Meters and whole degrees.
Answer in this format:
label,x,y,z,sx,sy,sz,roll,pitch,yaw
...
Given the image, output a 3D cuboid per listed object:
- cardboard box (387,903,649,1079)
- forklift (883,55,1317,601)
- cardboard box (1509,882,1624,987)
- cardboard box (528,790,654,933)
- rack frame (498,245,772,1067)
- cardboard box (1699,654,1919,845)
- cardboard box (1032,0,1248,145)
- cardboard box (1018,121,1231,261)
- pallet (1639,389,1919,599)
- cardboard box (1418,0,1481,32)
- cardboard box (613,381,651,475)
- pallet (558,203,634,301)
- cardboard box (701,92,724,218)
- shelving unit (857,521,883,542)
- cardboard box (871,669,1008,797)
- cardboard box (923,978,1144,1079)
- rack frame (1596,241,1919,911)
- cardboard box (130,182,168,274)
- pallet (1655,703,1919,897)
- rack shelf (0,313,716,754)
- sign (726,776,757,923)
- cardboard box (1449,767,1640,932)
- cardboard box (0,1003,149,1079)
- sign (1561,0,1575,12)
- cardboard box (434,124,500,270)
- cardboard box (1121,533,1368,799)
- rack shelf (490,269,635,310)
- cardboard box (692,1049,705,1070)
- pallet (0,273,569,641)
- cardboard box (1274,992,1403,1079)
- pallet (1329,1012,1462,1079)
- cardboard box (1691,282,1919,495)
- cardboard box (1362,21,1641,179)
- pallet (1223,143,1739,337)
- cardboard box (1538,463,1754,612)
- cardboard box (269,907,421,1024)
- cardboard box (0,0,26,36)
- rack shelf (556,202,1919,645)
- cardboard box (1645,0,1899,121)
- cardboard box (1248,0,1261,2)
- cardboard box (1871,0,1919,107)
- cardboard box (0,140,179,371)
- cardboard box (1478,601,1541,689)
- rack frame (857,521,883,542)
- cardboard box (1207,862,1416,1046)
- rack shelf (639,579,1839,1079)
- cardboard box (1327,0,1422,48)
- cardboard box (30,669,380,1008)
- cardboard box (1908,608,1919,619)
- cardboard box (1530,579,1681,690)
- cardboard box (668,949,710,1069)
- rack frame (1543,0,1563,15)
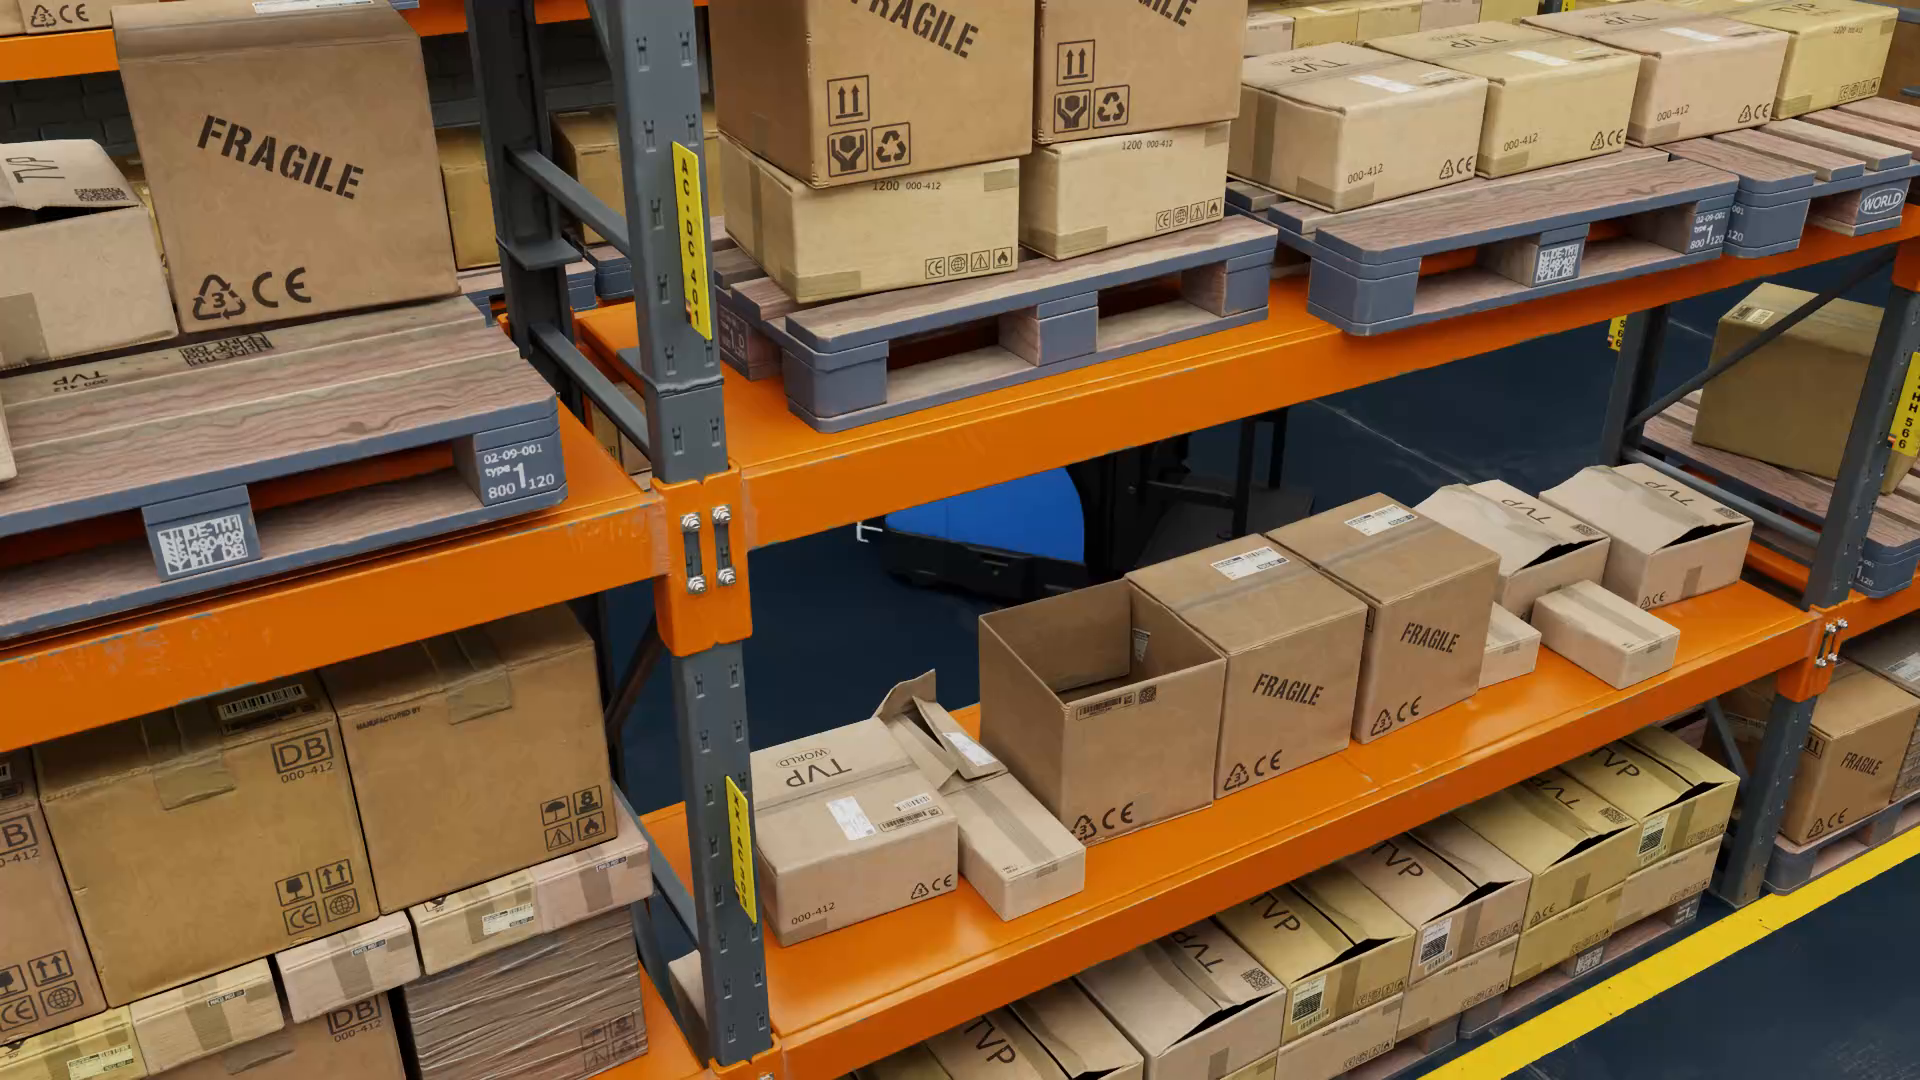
label,x,y,z,sx,sy,sz,roll,pitch,yaw
cardboard box,-1.120,0.902,3.908,0.500,0.500,0.700,-17,33,-28
forklift,1.187,-1.058,7.634,3.031,2.935,1.130,10,30,17
cardboard box,1.935,1.233,5.822,0.500,0.250,0.500,-16,33,-27
cardboard box,-0.867,0.662,3.671,0.250,0.149,0.380,-16,33,-26
rack frame,-0.741,0.834,4.134,0.127,3.000,1.000,-16,33,-26
cardboard box,3.245,0.764,6.392,0.500,0.500,0.500,-14,32,-24
cardboard box,0.290,-1.209,3.677,0.500,0.500,0.500,-13,31,-22
cardboard box,0.267,-0.880,3.856,0.500,0.250,0.500,-19,34,-31
pallet,3.257,-0.256,6.308,1.003,0.211,1.213,-16,33,-26
cardboard box,2.925,-3.356,10.518,0.500,0.250,0.500,-15,32,-25
cardboard box,-1.747,-0.769,9.171,0.500,0.500,0.700,-15,32,-26
pallet,-1.491,-1.622,8.783,1.213,0.211,1.003,-16,33,-26
cardboard box,-1.268,-2.011,8.730,0.500,0.500,0.700,-16,33,-26
shelving unit,-0.344,-0.618,8.628,0.258,1.200,0.503,10,30,17
cardboard box,-0.076,0.601,4.695,0.258,0.266,0.396,-17,33,-28
cardboard box,0.176,1.491,4.775,0.500,0.311,0.500,-16,33,-27
rack frame,2.708,-0.145,5.908,0.127,3.000,1.000,-16,33,-26
cardboard box,-3.505,-1.255,7.279,0.500,0.500,0.500,-16,33,-26
pallet,3.371,0.909,6.885,1.213,0.211,1.003,-16,33,-26
rack shelf,-2.465,0.325,2.696,4.000,0.370,1.077,-16,33,-26
sign,-0.458,0.651,3.487,0.005,0.325,0.100,-16,33,-26
cardboard box,1.936,0.990,5.682,0.500,0.311,0.500,-16,33,-27
cardboard box,-1.745,0.911,3.221,0.250,0.149,0.380,-16,33,-27
sign,3.927,-3.435,10.754,0.005,0.325,0.100,-16,33,-26
cardboard box,-2.312,-1.709,8.184,0.500,0.500,0.700,-12,31,-21
cardboard box,0.816,0.358,4.894,0.500,0.500,0.500,-16,33,-26
rack shelf,-1.529,-1.403,8.933,4.000,0.370,1.077,-16,33,-26
cardboard box,-0.530,1.632,5.100,0.500,0.250,0.500,-16,33,-27
pallet,-1.463,-0.221,3.033,1.213,0.211,1.003,-16,33,-26
cardboard box,1.058,1.482,5.371,0.500,0.250,0.500,-15,32,-25
pallet,0.928,1.558,5.709,1.213,0.211,1.003,-16,33,-26
cardboard box,3.194,-0.574,6.147,0.700,0.500,0.500,22,36,34
cardboard box,1.403,-1.171,4.383,0.500,0.250,0.500,-17,33,-27
pallet,1.205,-0.897,4.362,1.213,0.211,1.003,-14,32,-24
cardboard box,2.372,-0.035,5.801,0.500,0.311,0.500,-14,32,-23
cardboard box,-1.305,0.787,3.445,0.250,0.149,0.380,-17,33,-28
cardboard box,-4.006,-2.249,6.493,0.500,0.500,0.500,-19,34,-30
rack shelf,0.984,-0.654,4.470,4.000,0.370,1.077,-16,33,-26
cardboard box,2.345,-1.442,4.874,0.500,0.250,0.500,-19,34,-30
cardboard box,1.786,-3.312,10.439,0.500,0.250,0.500,-17,33,-27
cardboard box,3.067,-1.623,5.378,0.500,0.500,0.910,-16,33,-26
cardboard box,-1.774,-0.540,3.032,0.500,0.311,0.500,-18,34,-29
cardboard box,1.637,0.301,5.361,0.250,0.149,0.380,-13,32,-23
rack frame,-0.427,-0.507,8.427,0.240,1.200,0.015,10,30,17
cardboard box,1.066,1.234,5.240,0.500,0.311,0.500,-15,32,-25
rack shelf,0.984,0.660,5.195,4.000,0.370,1.077,-16,33,-26
cardboard box,2.485,-3.231,10.292,0.500,0.250,0.500,-15,32,-25
cardboard box,-1.555,0.458,3.370,0.500,0.500,0.700,-16,33,-26
cardboard box,4.129,0.513,6.847,0.500,0.500,0.500,-16,33,-27
cardboard box,2.072,0.300,5.361,0.250,0.149,0.380,-16,33,-26
cardboard box,-0.537,1.390,4.957,0.500,0.311,0.500,-16,33,-26
rack frame,3.644,-3.187,11.420,0.127,3.000,1.000,-16,33,-26
